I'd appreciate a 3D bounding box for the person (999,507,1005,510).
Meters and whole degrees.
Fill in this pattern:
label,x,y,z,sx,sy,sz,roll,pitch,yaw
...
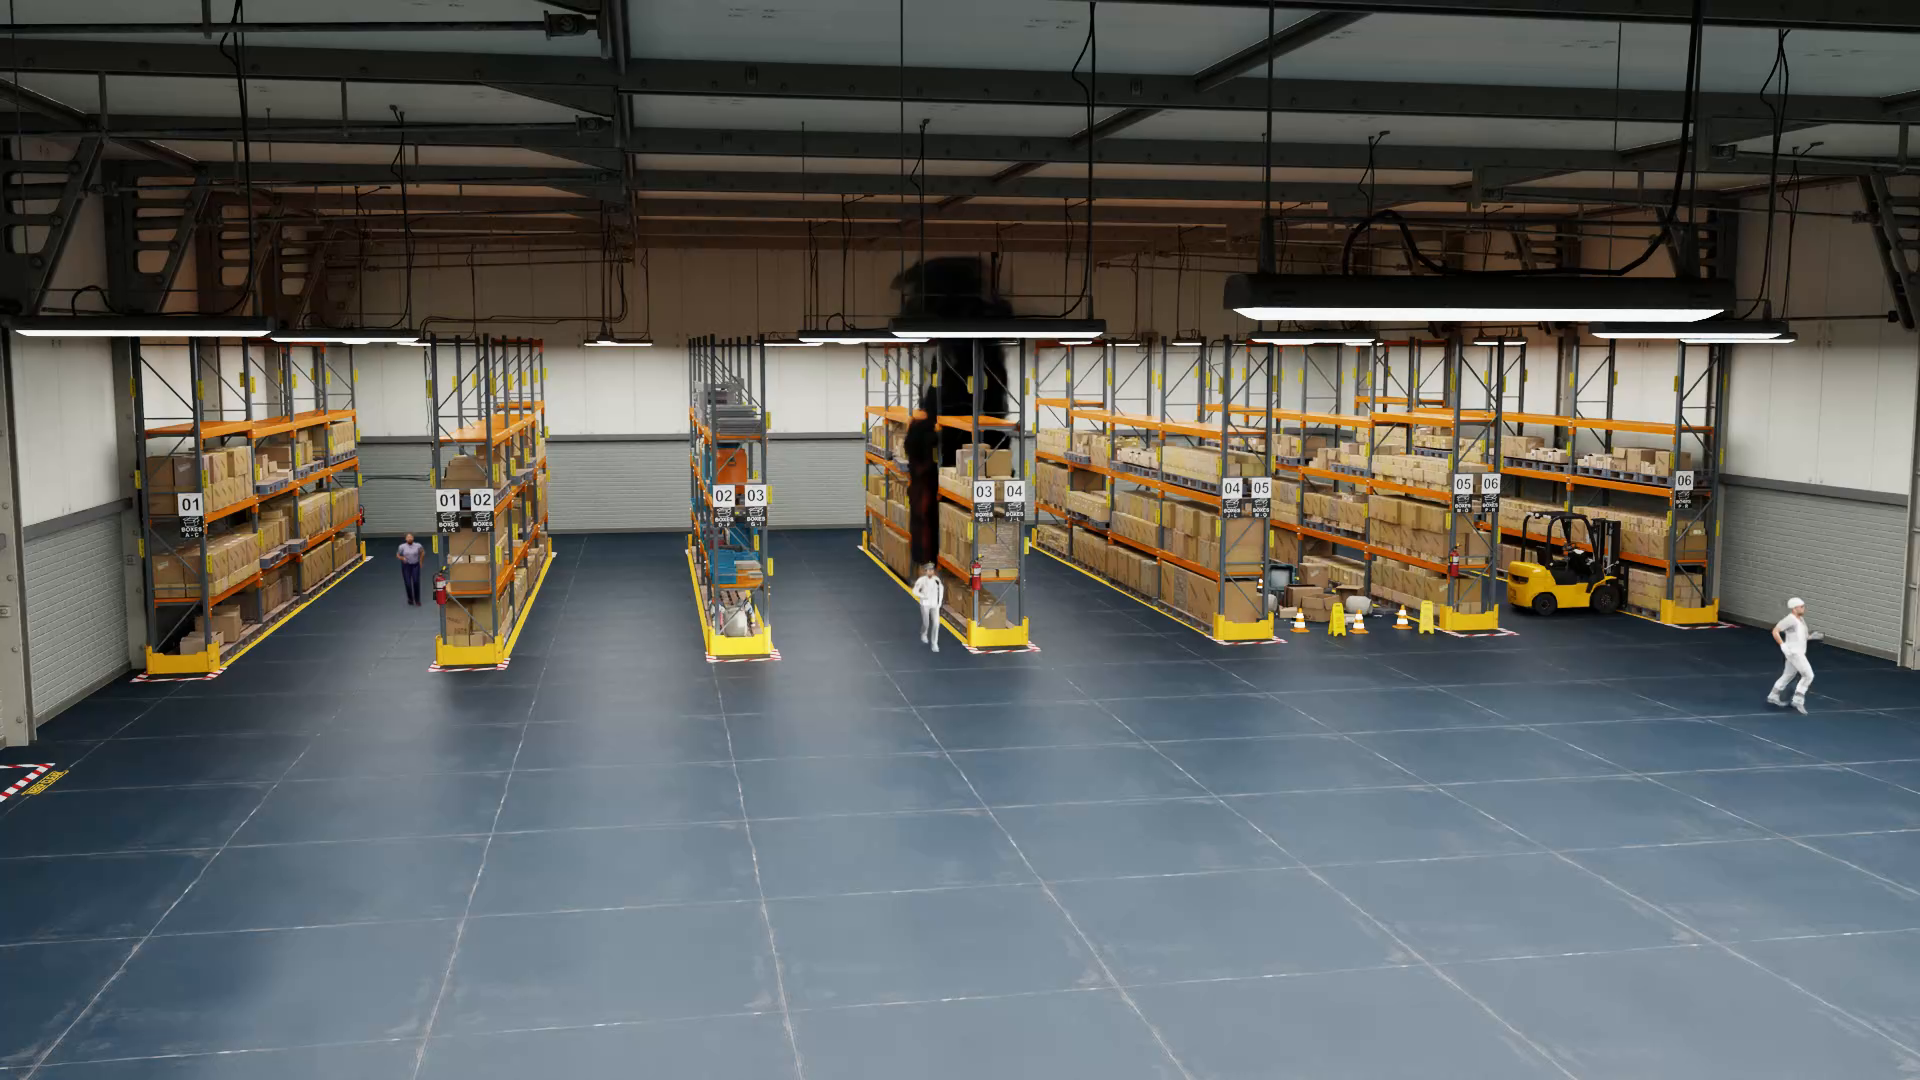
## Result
label,x,y,z,sx,sy,sz,roll,pitch,yaw
person,1.099,-0.476,47.203,0.630,1.609,0.526,1,7,10

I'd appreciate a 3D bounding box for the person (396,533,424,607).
label,x,y,z,sx,sy,sz,roll,pitch,yaw
person,-12.273,0.678,37.144,0.592,1.698,0.725,-2,7,-15

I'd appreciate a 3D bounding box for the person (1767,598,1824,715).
label,x,y,z,sx,sy,sz,roll,pitch,yaw
person,13.210,1.831,26.290,0.758,1.839,0.646,5,8,35

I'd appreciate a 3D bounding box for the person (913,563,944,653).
label,x,y,z,sx,sy,sz,roll,pitch,yaw
person,-0.593,1.259,31.827,0.654,1.699,0.854,-2,7,-17
